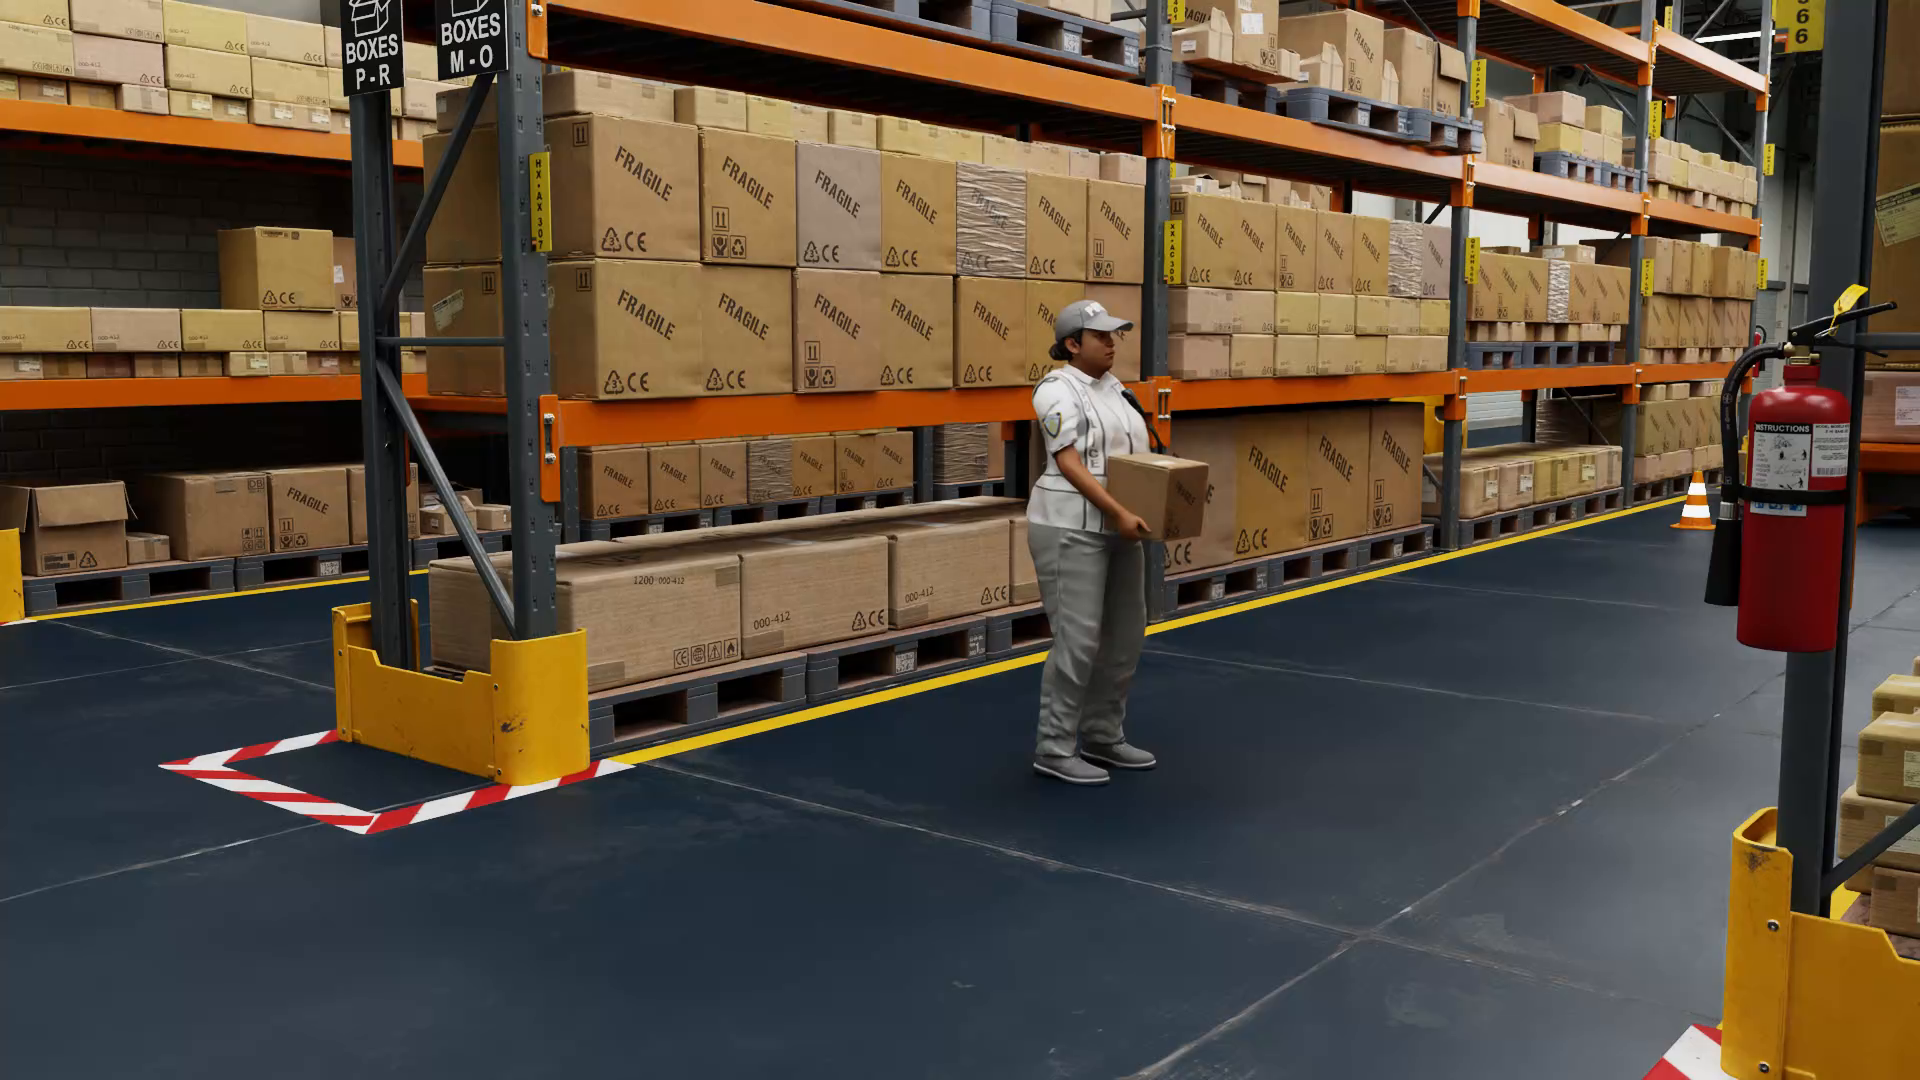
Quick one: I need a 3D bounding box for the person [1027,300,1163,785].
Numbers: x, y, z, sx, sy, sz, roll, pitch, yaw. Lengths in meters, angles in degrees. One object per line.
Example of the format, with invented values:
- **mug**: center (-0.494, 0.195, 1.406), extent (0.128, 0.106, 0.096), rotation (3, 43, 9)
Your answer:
- **person**: center (0.517, 0.001, 5.770), extent (0.526, 1.656, 0.453), rotation (6, 9, 40)
